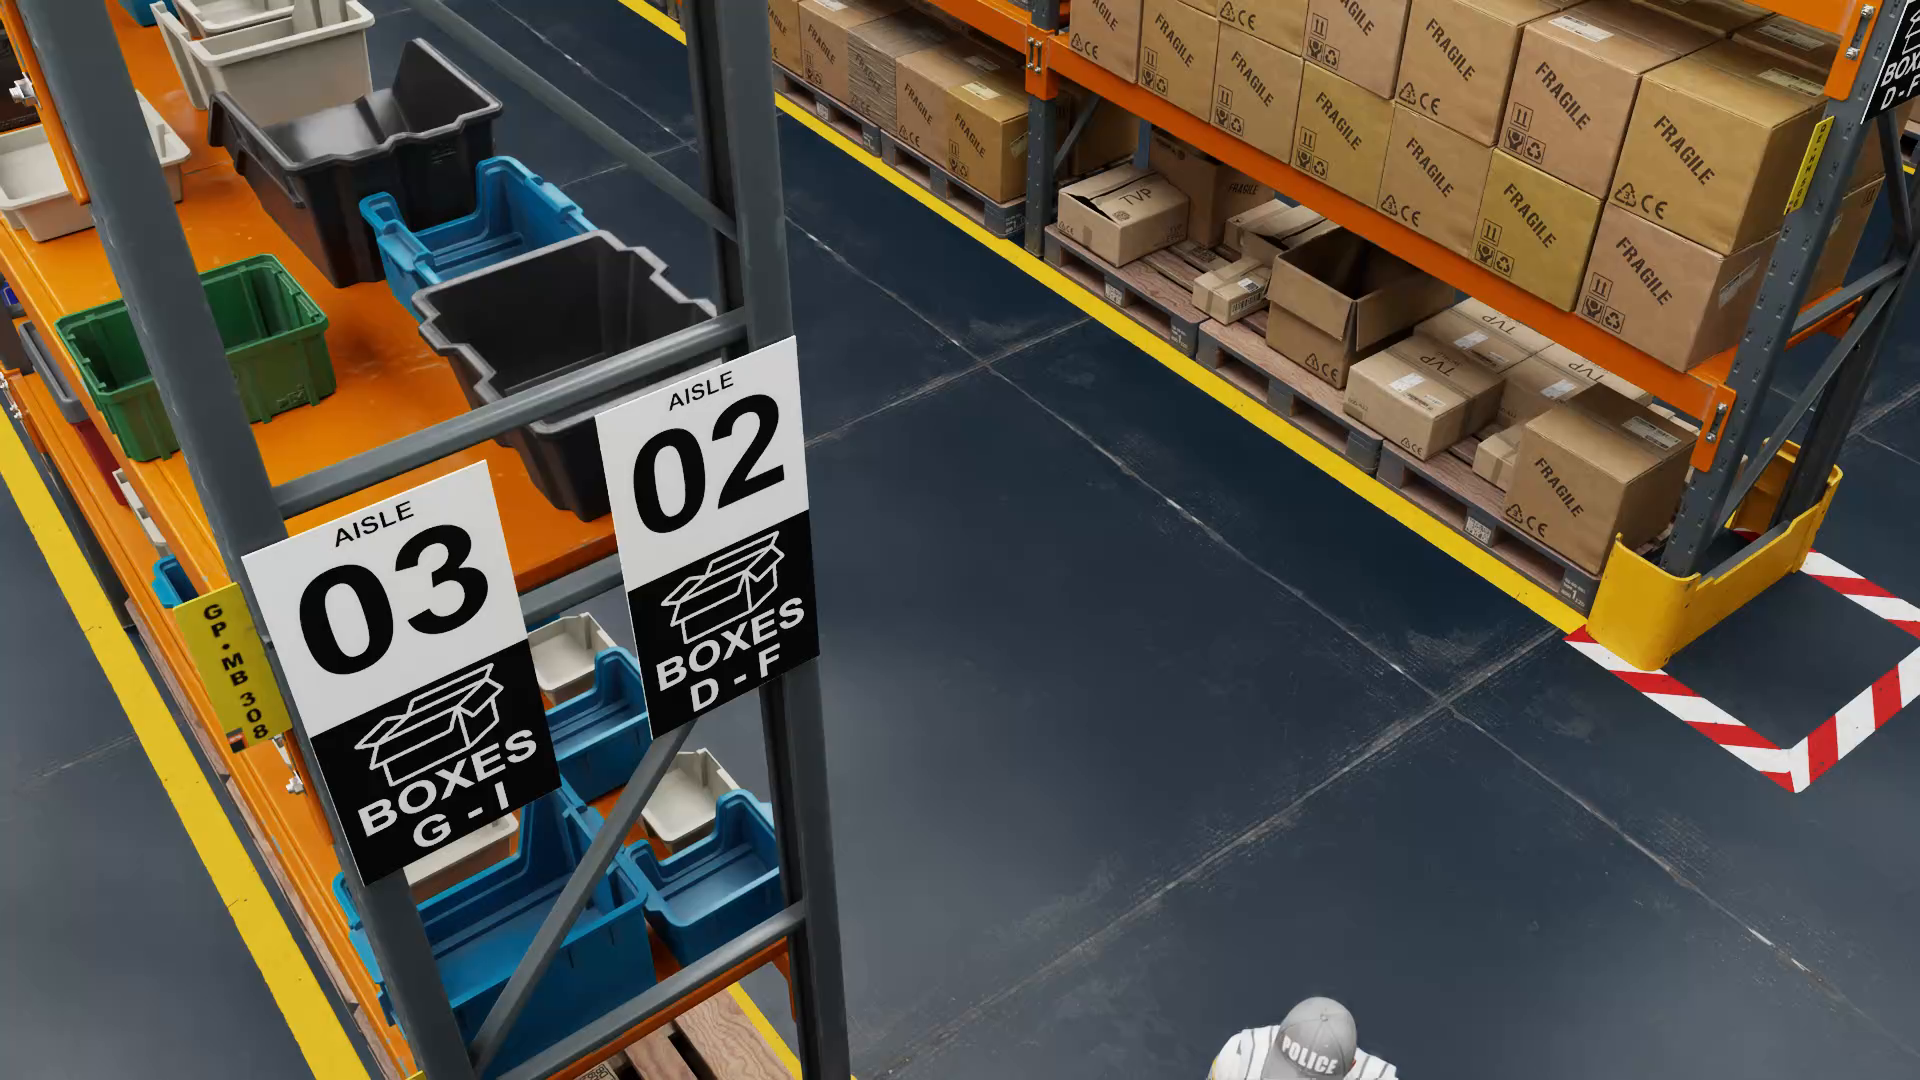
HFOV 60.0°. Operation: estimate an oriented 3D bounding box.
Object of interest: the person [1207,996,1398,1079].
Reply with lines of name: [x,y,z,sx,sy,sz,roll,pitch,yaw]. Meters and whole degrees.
person: [0.845,1.704,4.199,0.553,1.731,0.562,9,41,10]
